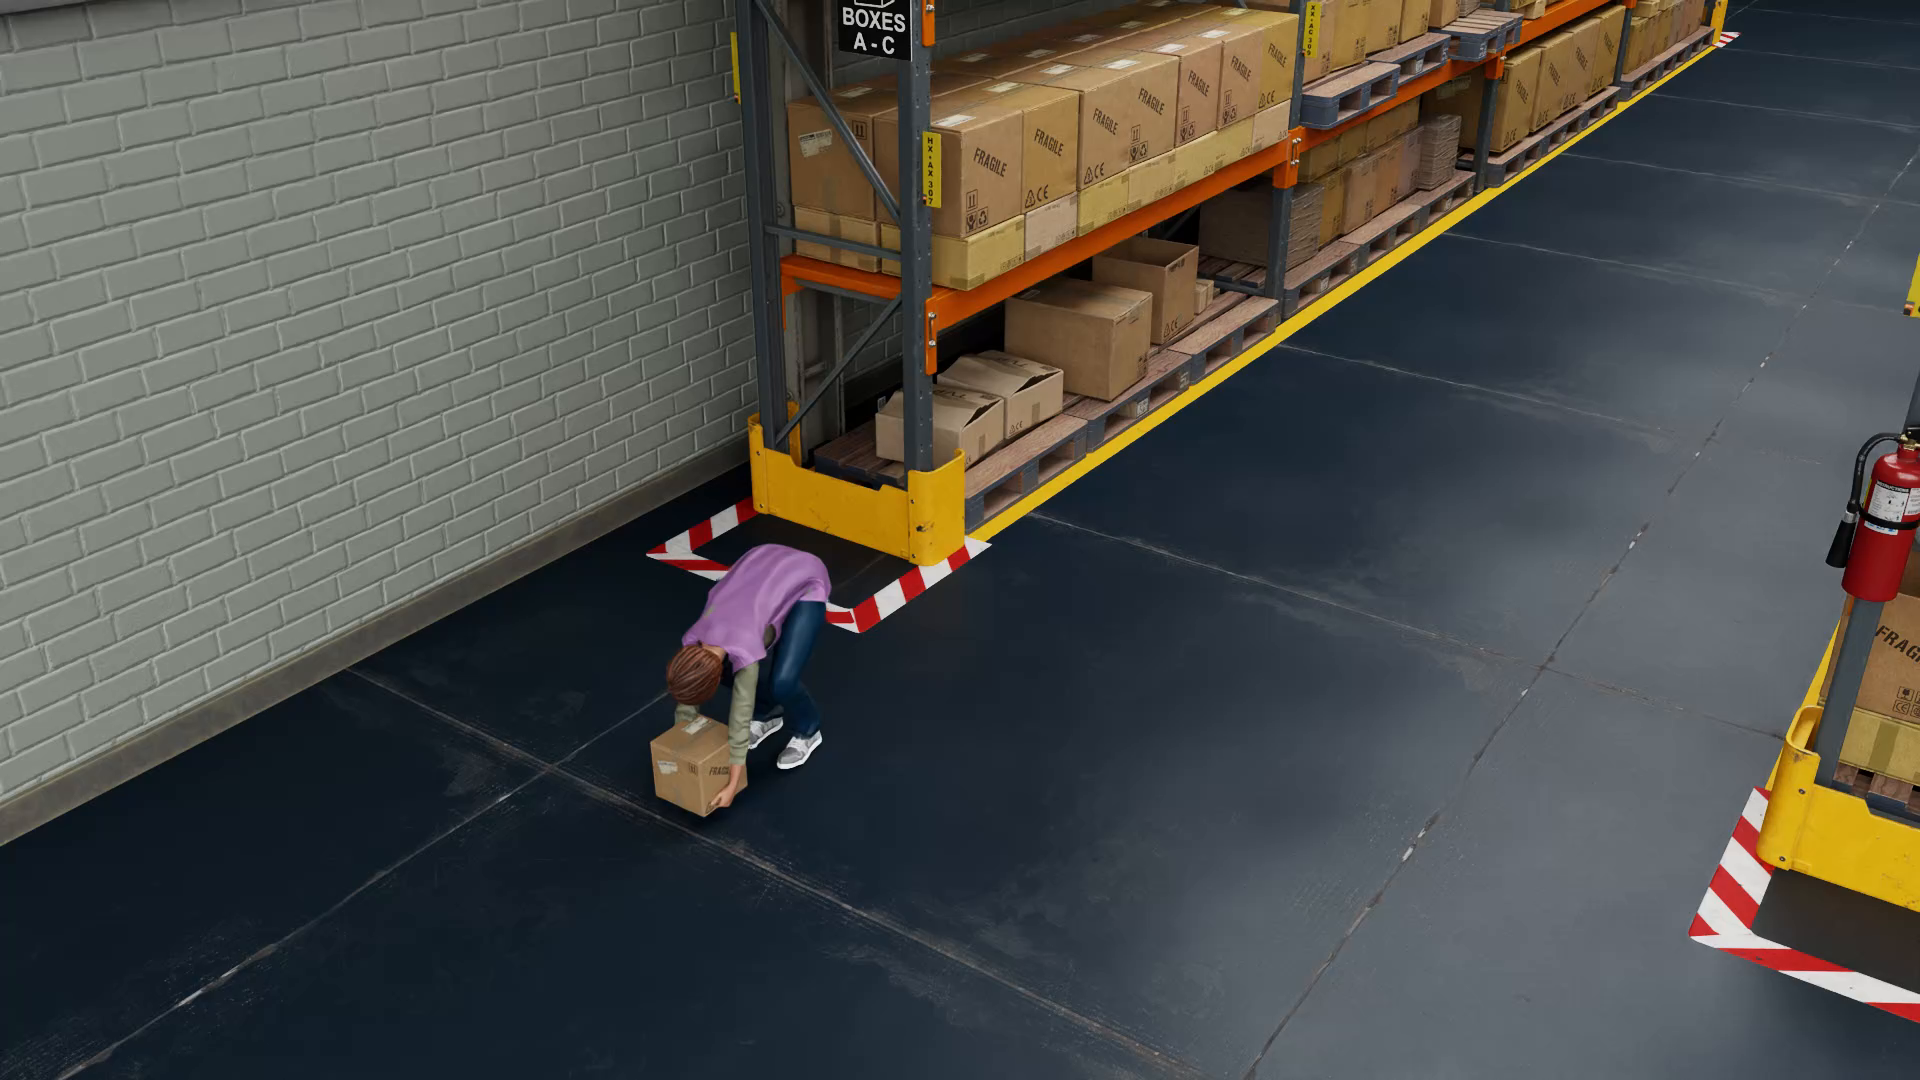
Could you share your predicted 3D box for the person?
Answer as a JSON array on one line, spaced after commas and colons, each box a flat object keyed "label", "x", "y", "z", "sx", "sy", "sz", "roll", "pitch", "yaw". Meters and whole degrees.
[{"label": "person", "x": -0.825, "y": 0.506, "z": 6.438, "sx": 0.400, "sy": 0.873, "sz": 0.853, "roll": 16, "pitch": 31, "yaw": 28}]
